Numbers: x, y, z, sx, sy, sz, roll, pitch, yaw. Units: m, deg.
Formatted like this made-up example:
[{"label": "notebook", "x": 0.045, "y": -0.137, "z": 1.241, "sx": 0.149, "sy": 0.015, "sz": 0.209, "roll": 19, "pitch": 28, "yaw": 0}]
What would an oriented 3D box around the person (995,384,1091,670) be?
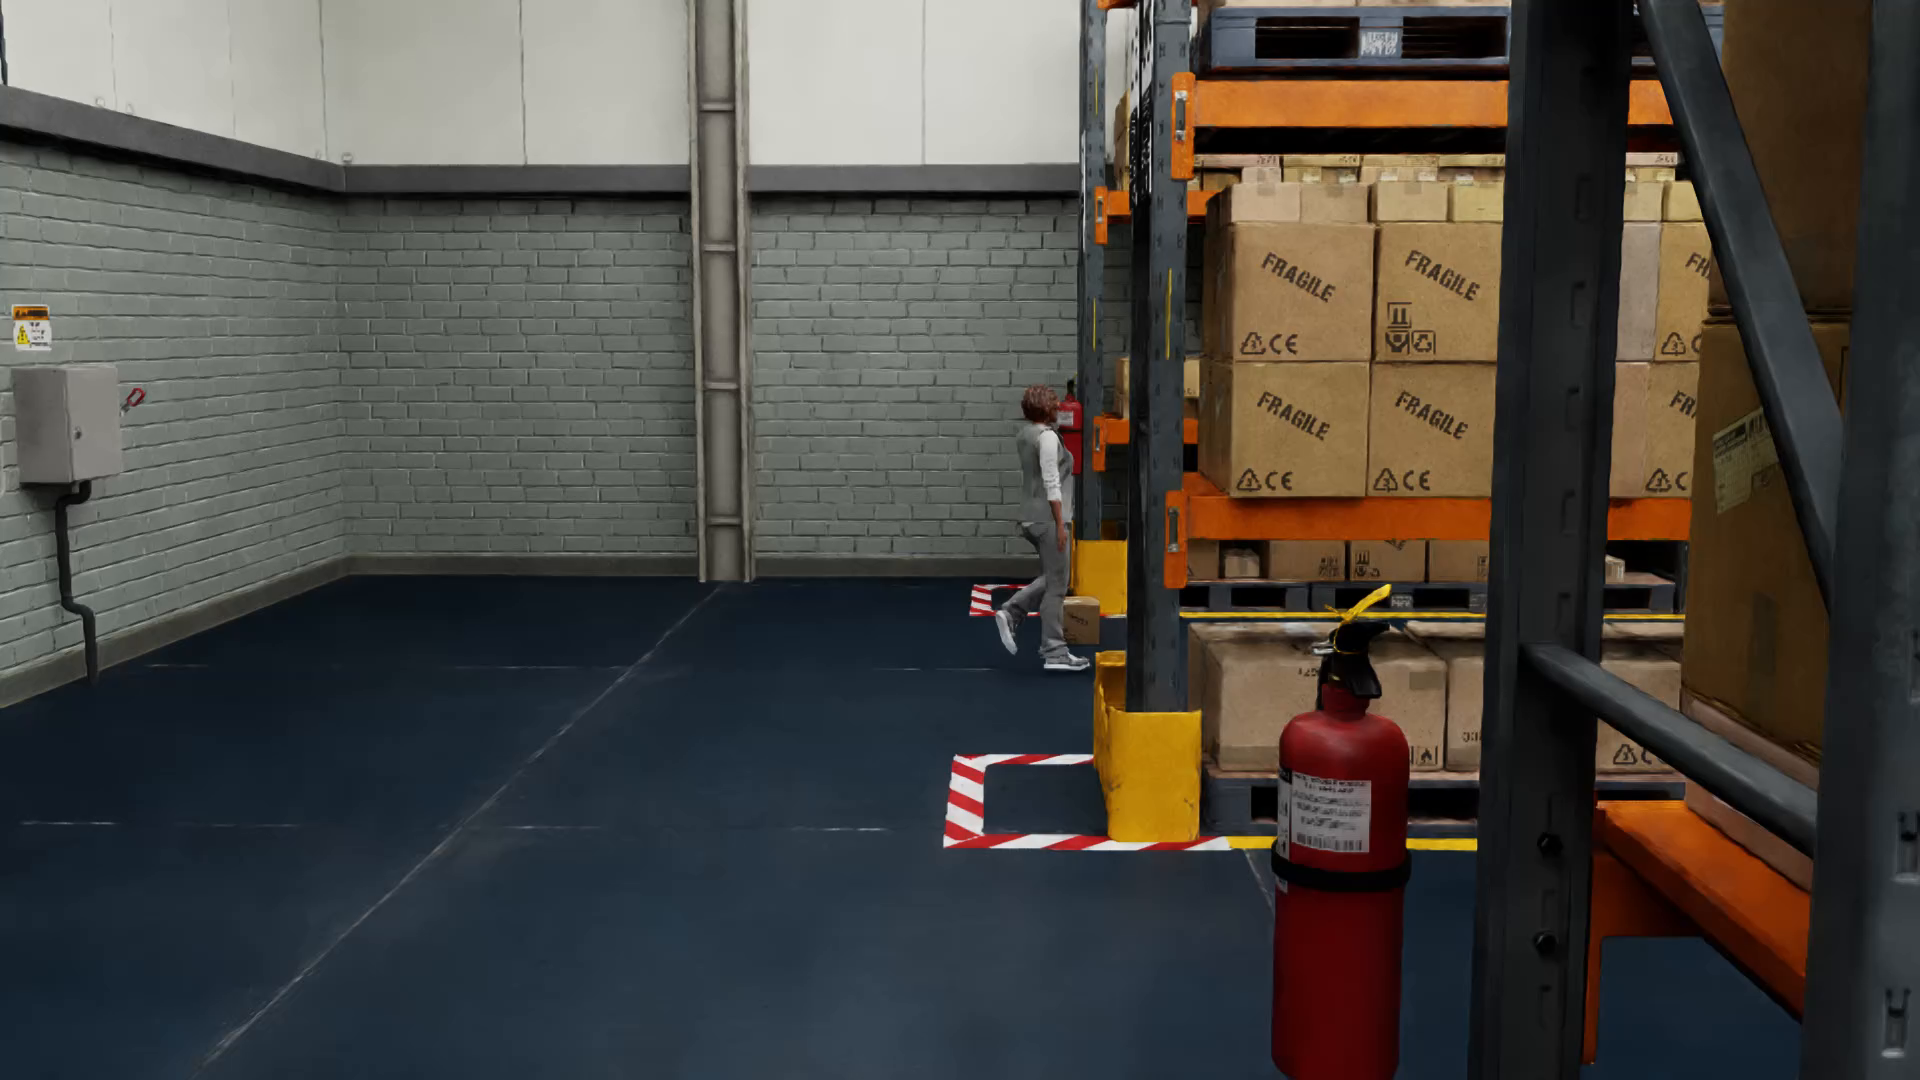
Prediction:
[{"label": "person", "x": 0.437, "y": -0.075, "z": 9.308, "sx": 0.499, "sy": 1.583, "sz": 0.498, "roll": -3, "pitch": 8, "yaw": -20}]
